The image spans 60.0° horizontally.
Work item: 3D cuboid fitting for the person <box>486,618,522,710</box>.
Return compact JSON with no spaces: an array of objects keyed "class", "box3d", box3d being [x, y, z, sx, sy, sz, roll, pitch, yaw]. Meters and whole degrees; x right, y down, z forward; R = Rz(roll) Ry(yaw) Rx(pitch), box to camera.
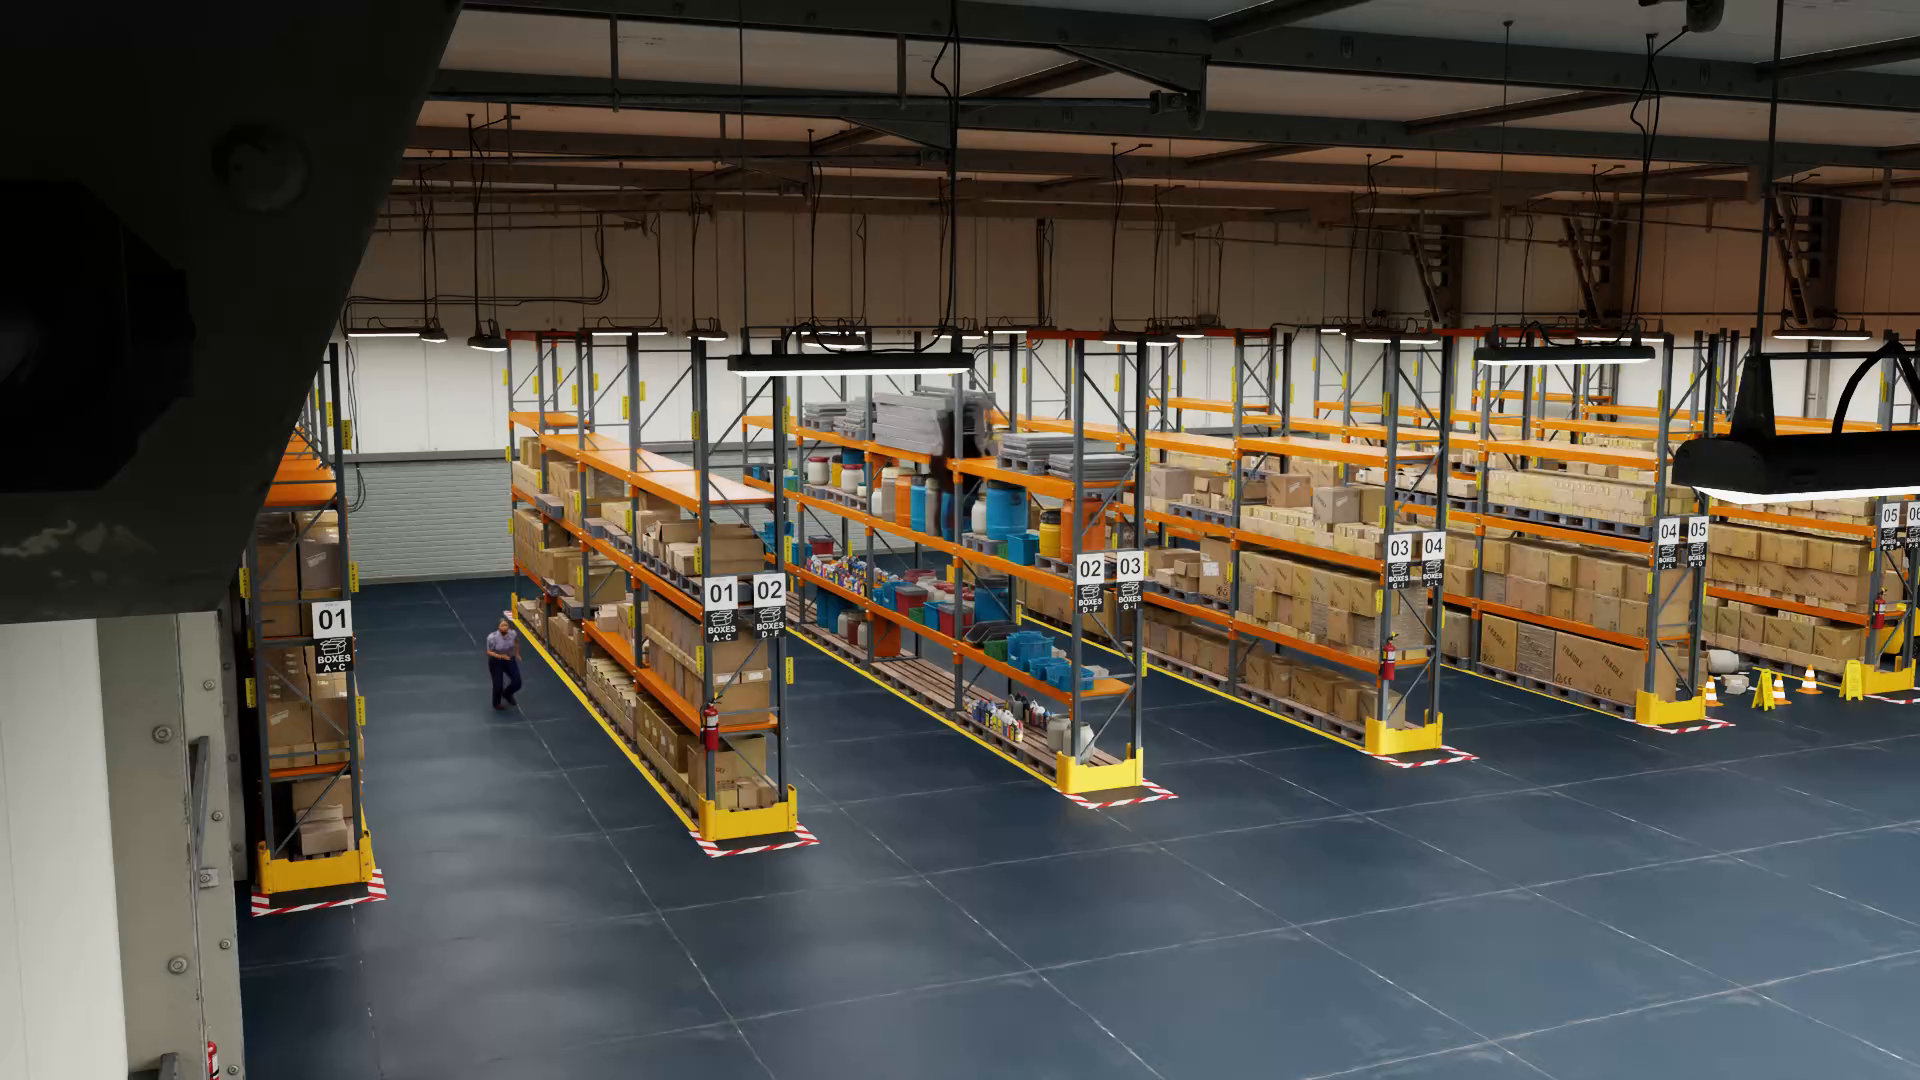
[{"class":"person","box3d":[-7.265,1.978,26.518,0.606,1.539,0.764,-5,10,-35]}]
